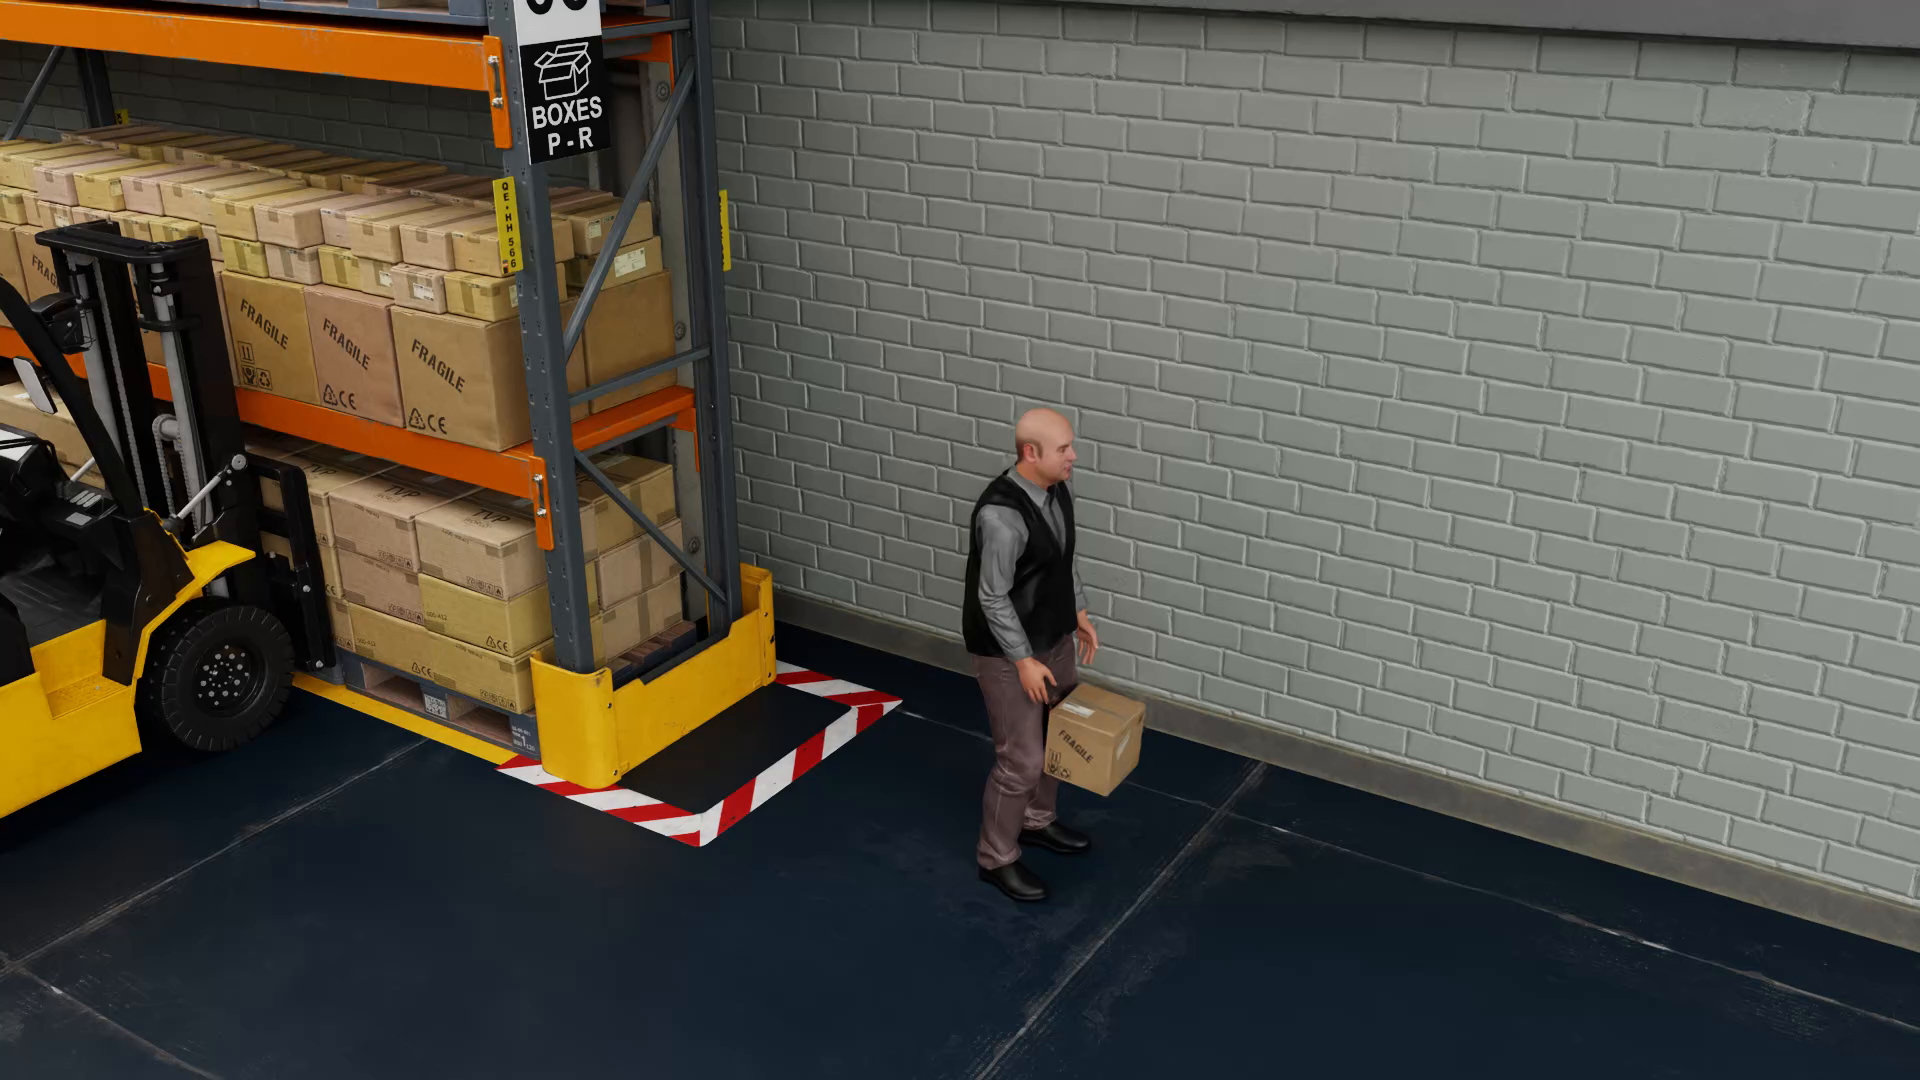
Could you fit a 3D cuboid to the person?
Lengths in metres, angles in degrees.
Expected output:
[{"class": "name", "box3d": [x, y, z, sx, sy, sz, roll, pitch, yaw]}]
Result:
[{"class": "person", "box3d": [0.231, 0.408, 5.784, 0.419, 1.626, 0.558, 13, 26, 28]}]
